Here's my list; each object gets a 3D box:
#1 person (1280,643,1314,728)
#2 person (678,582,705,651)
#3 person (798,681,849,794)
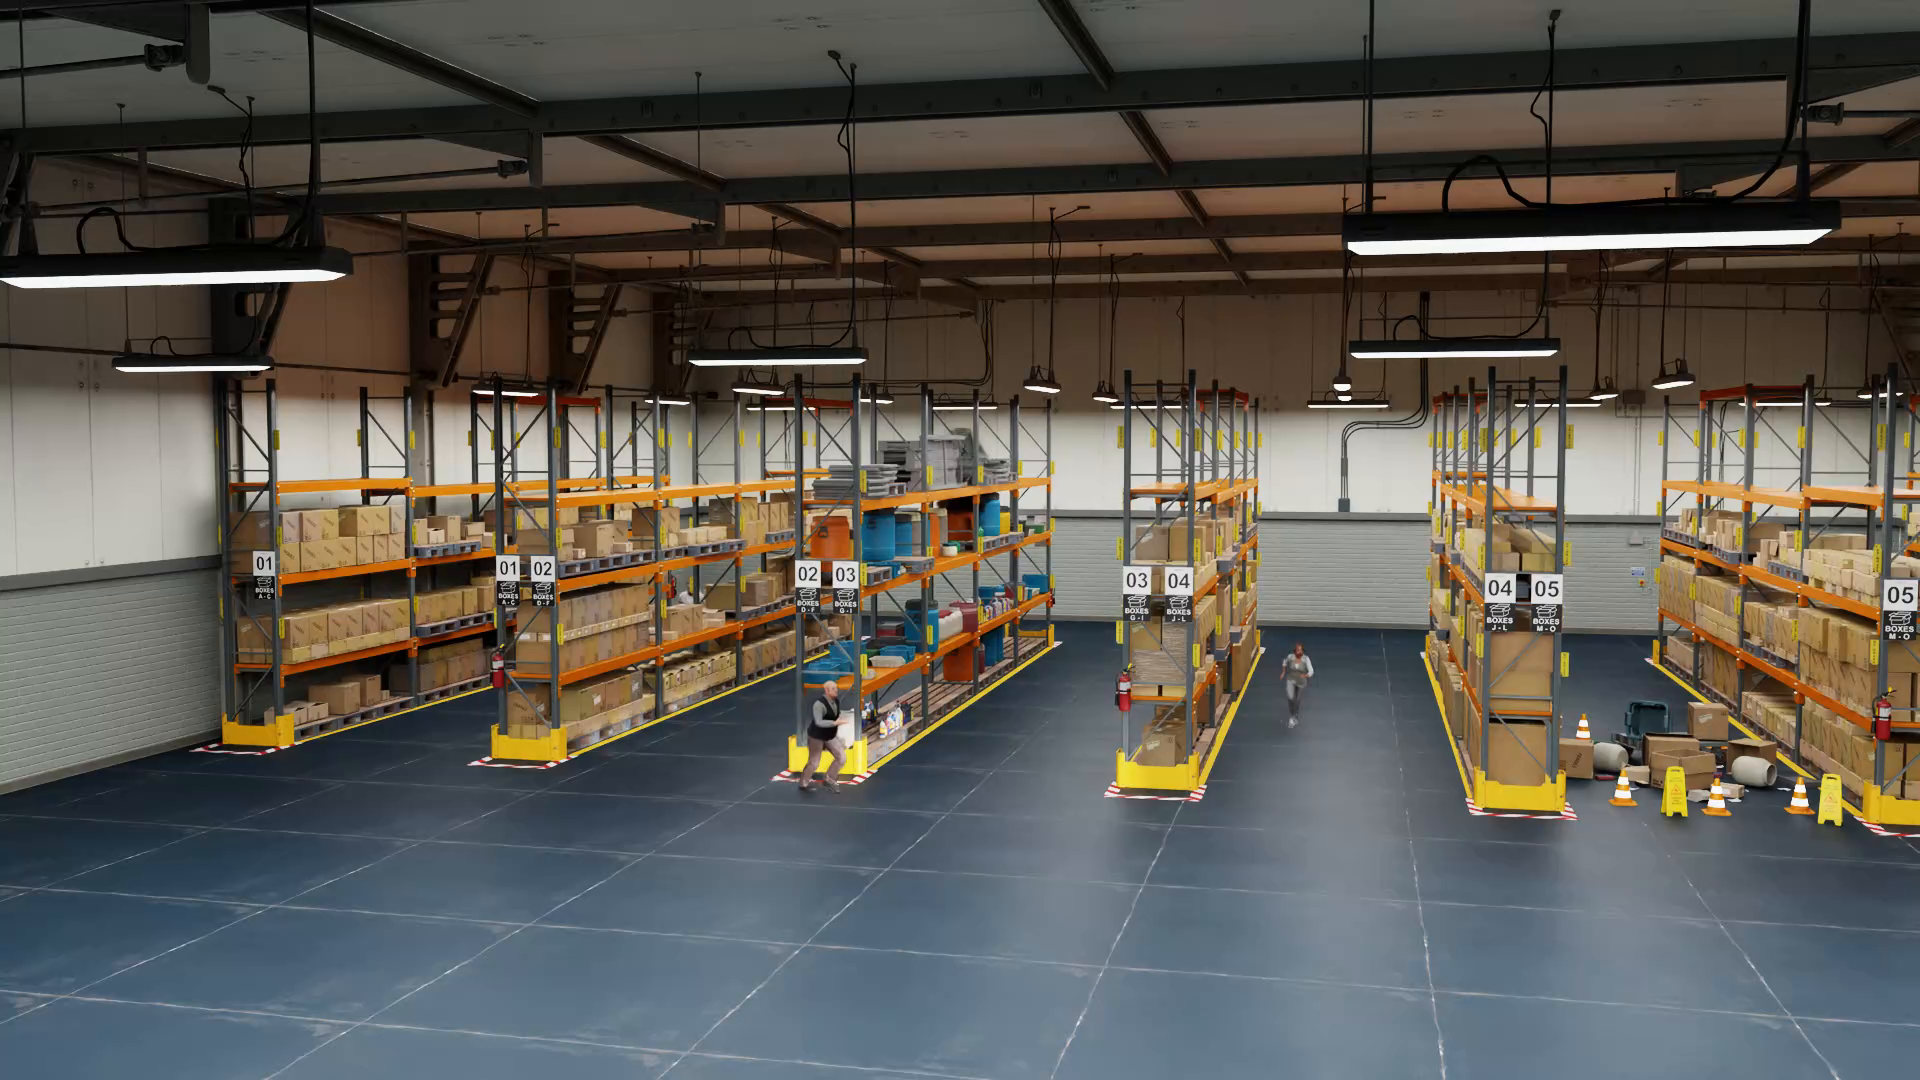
[{"bbox_3d":[5.849,2.501,28.889,0.543,1.478,0.954,0,3,6],"label":"person"},{"bbox_3d":[-6.329,1.807,39.205,0.663,1.709,0.671,0,3,-1],"label":"person"},{"bbox_3d":[-1.900,2.776,23.362,0.942,1.641,0.644,3,4,39],"label":"person"}]
